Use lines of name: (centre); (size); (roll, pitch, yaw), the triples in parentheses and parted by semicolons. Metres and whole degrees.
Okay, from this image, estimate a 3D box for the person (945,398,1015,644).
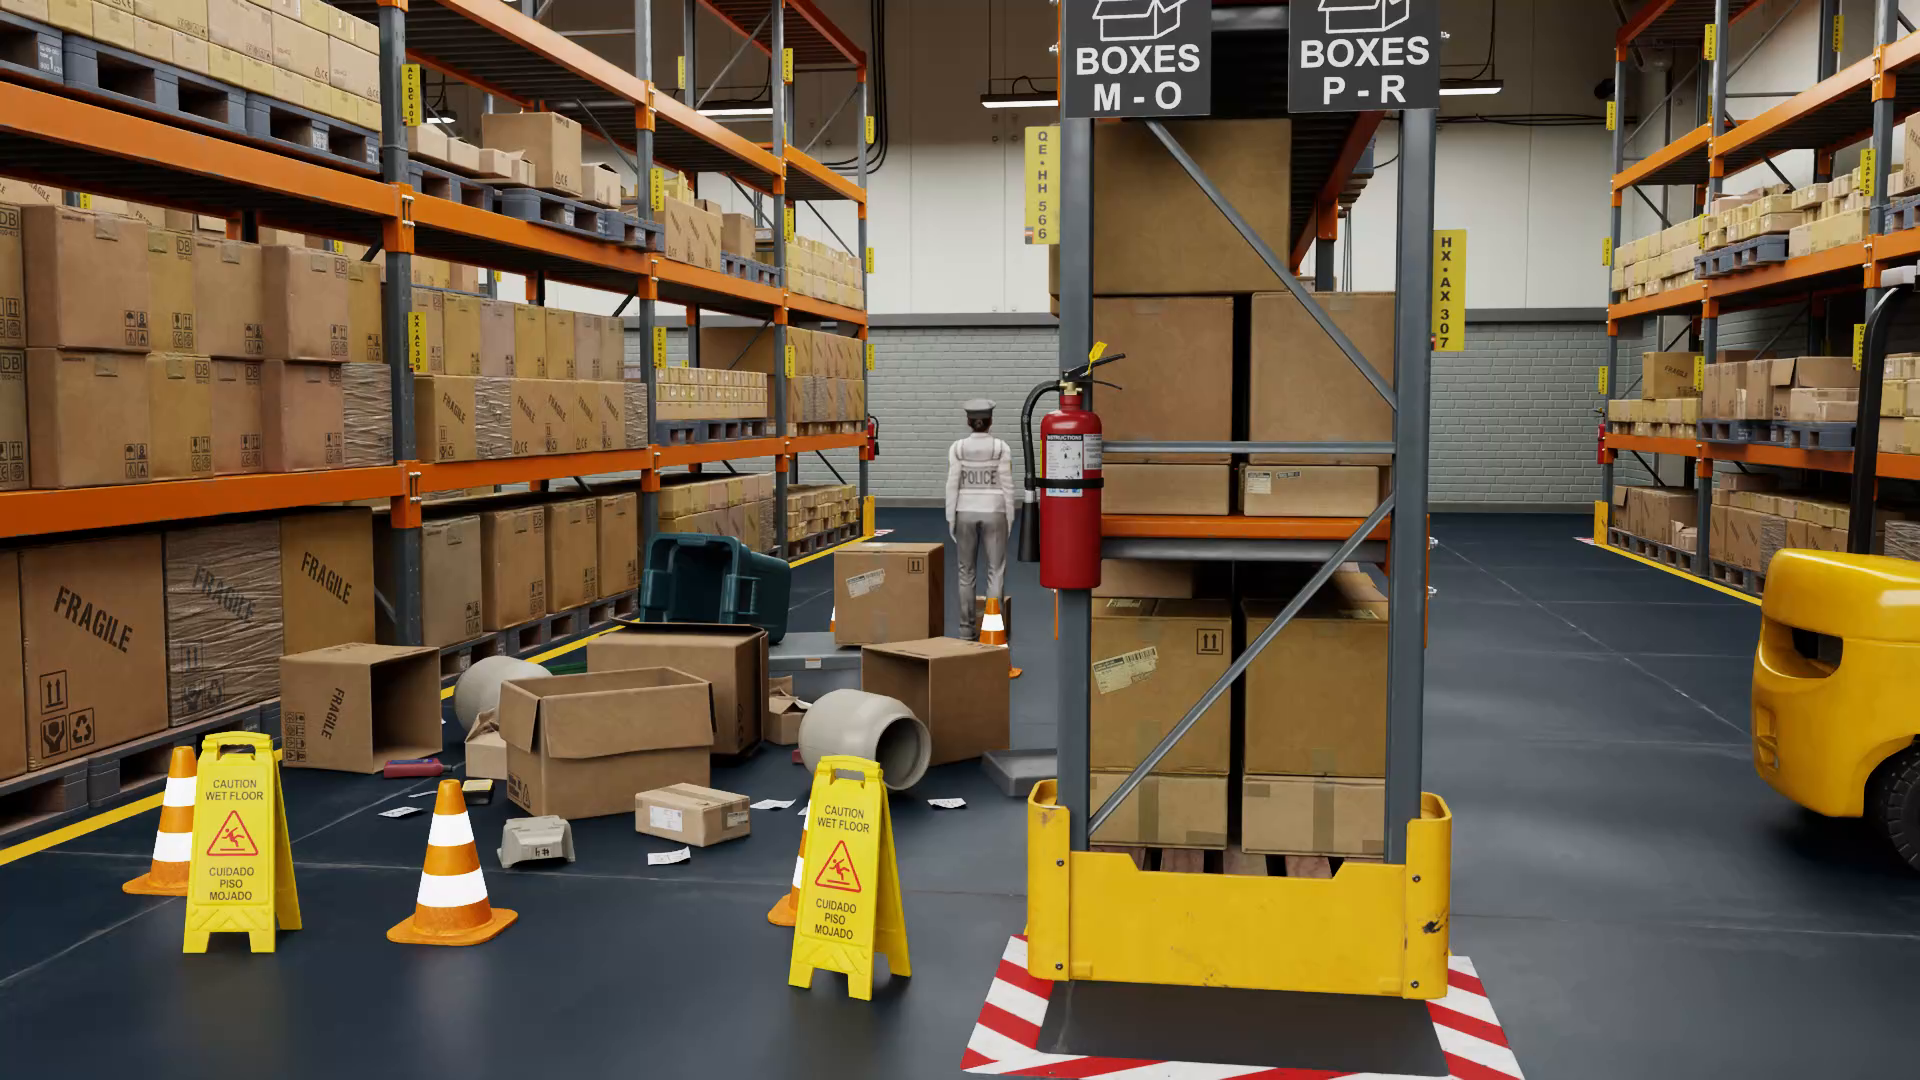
person: (0.140, -0.125, 11.433); (0.474, 1.698, 0.431); (1, 5, 9)
